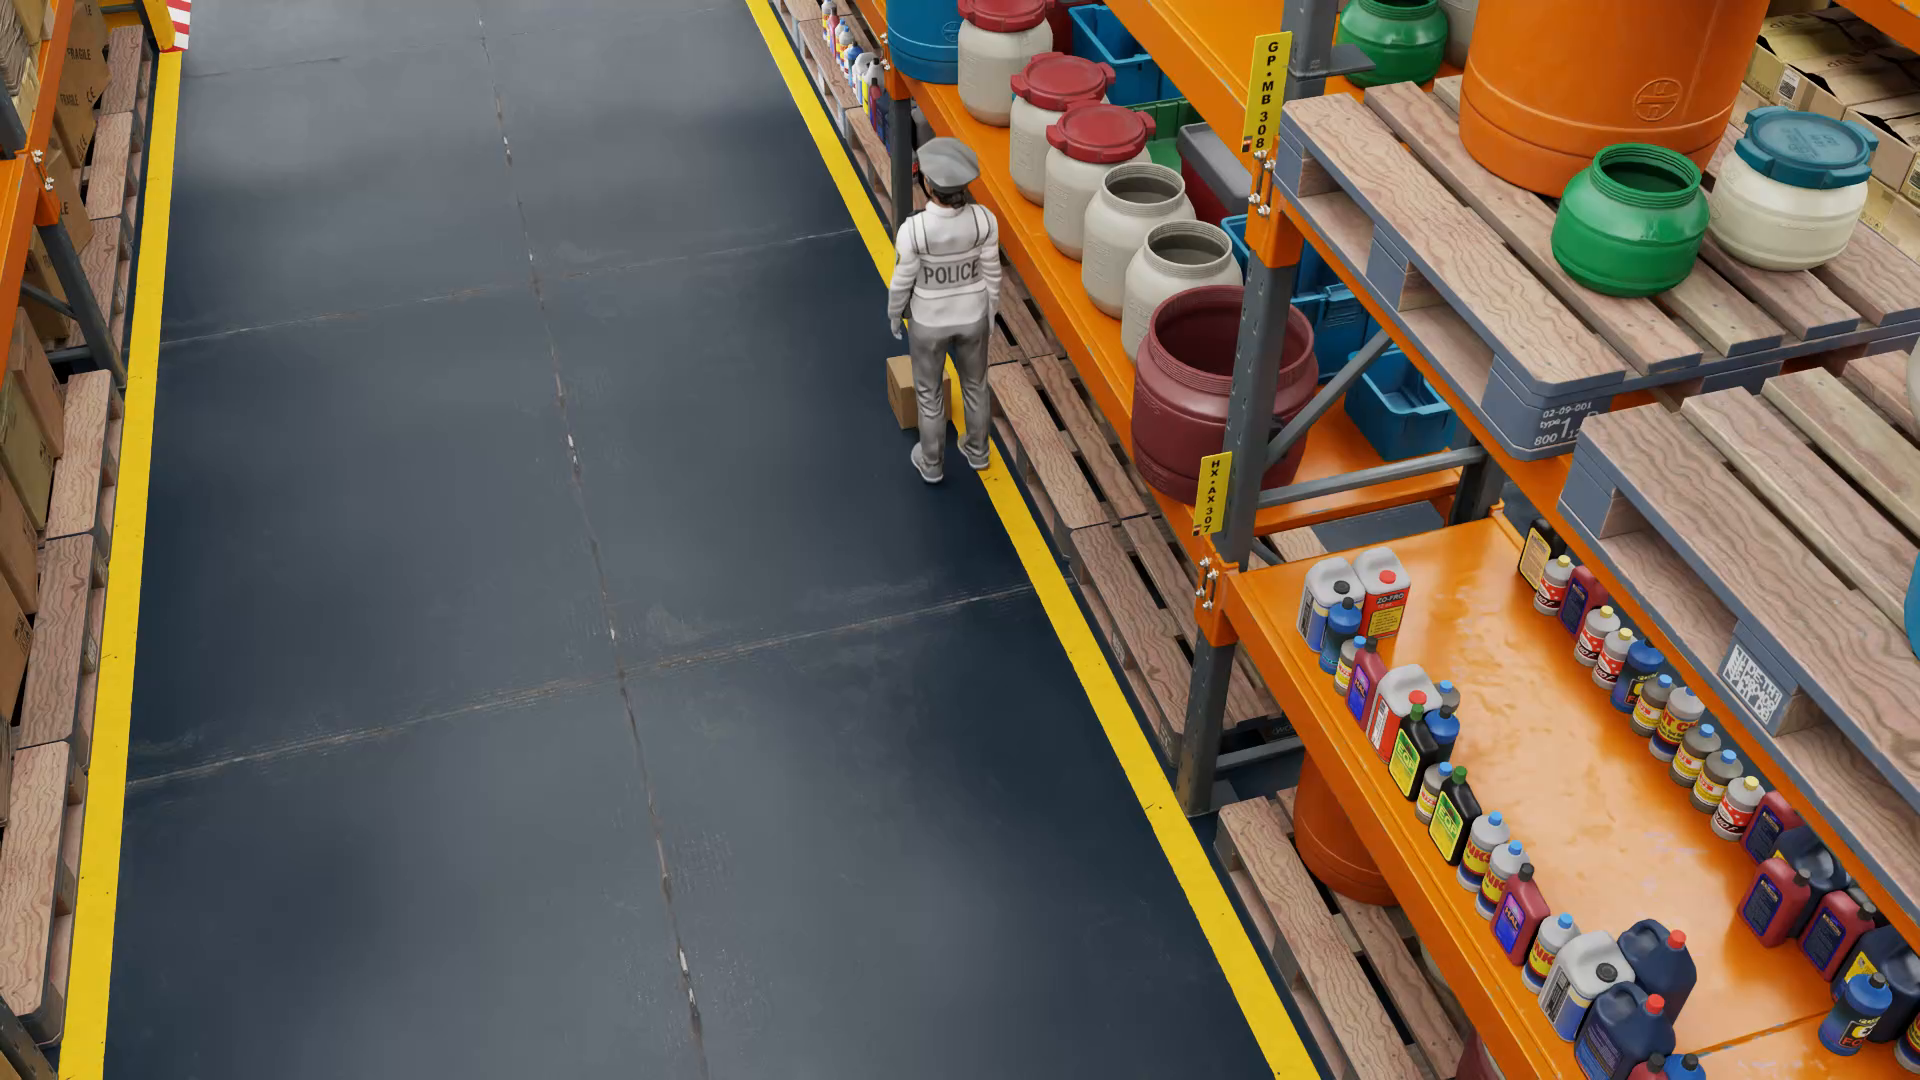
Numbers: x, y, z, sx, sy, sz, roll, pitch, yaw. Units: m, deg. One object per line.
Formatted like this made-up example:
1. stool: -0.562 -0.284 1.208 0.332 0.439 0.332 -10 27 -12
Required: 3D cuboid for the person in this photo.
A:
1. person: -0.074 -0.961 7.184 0.483 1.701 0.386 -11 44 -12
